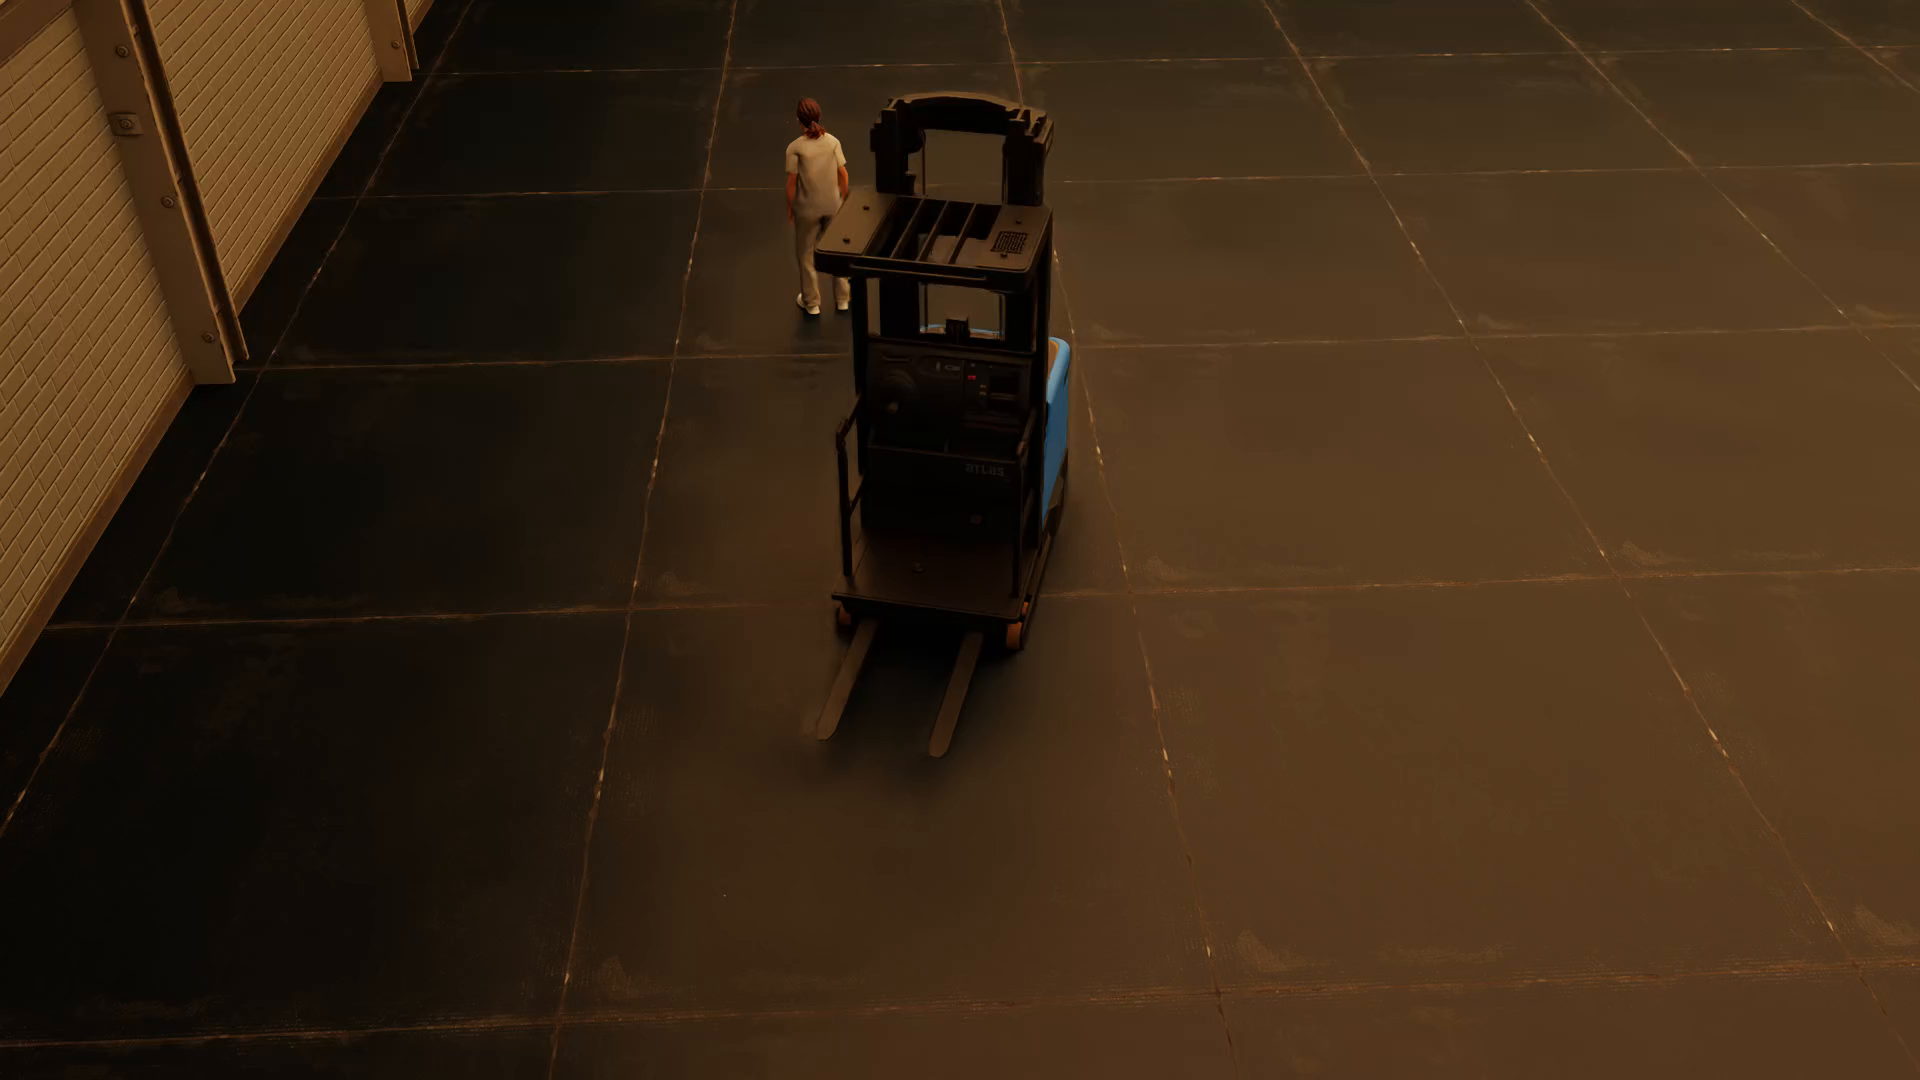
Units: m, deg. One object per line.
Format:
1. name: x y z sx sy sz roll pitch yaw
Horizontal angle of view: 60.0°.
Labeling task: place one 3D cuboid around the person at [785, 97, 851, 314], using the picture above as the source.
1. person: -1.073 -2.500 12.514 0.489 1.672 0.363 -12 38 -16

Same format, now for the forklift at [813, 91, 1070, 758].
1. forklift: -0.110 -0.794 9.100 1.130 2.935 3.031 7 37 10
